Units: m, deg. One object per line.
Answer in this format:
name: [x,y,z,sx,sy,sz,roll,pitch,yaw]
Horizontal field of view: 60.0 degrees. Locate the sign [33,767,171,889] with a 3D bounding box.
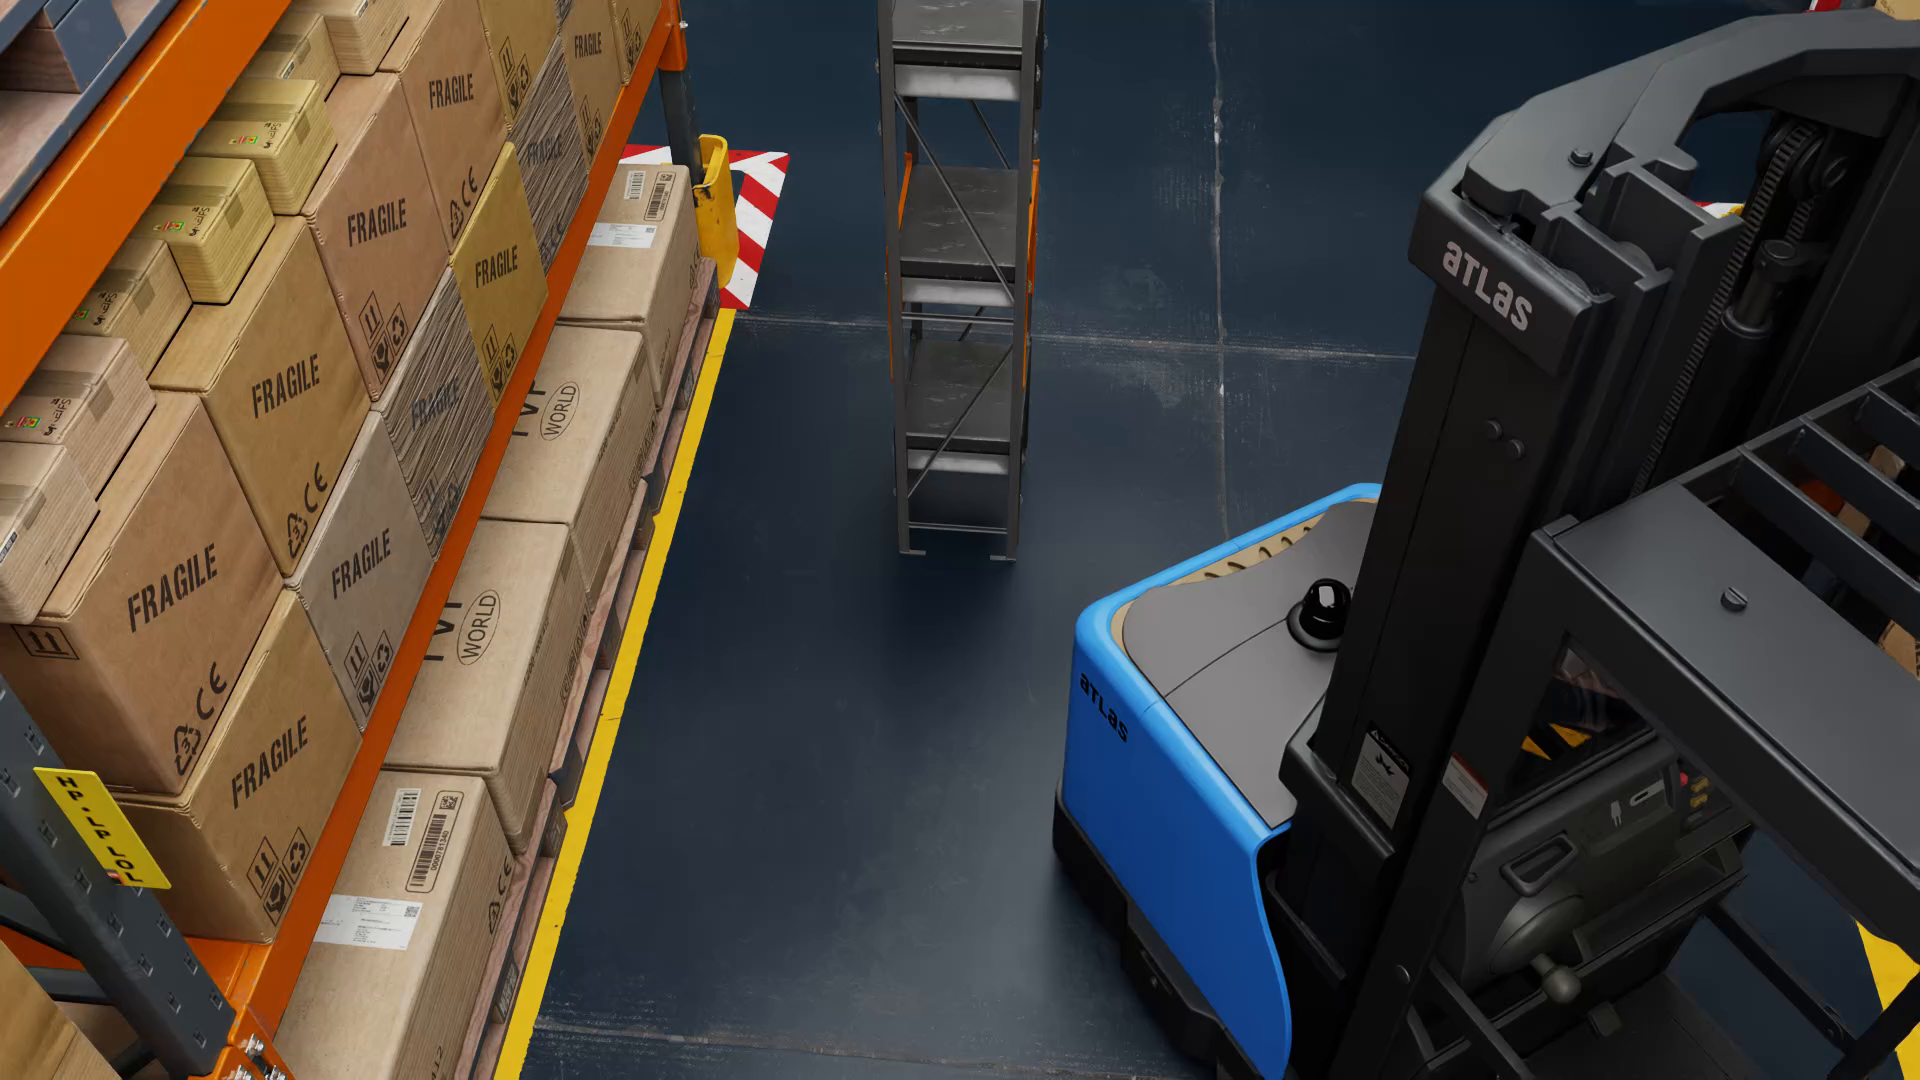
sign: [-1.326,0.450,2.575,0.100,0.325,0.005,4,48,4]

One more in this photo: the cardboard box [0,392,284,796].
cardboard box: [-1.583,0.080,2.899,0.500,0.500,0.500,4,48,4]

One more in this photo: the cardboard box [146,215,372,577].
cardboard box: [-1.530,-0.291,3.238,0.500,0.500,0.500,3,48,3]

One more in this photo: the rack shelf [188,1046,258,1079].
rack shelf: [-2.049,2.497,1.921,1.077,0.370,4.000,4,48,4]

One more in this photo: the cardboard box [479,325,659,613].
cardboard box: [-1.538,-0.267,5.413,0.875,0.438,0.875,5,48,5]

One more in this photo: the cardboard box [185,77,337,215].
cardboard box: [-1.455,-0.772,3.238,0.380,0.149,0.250,3,48,2]

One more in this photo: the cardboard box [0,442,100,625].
cardboard box: [-1.580,-0.020,2.550,0.380,0.149,0.250,3,48,3]

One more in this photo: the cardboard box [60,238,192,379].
cardboard box: [-1.591,-0.400,2.898,0.380,0.149,0.250,3,48,3]

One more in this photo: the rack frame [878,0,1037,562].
rack frame: [-0.007,-0.651,4.922,0.400,2.100,0.015,4,48,4]

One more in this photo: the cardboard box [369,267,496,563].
cardboard box: [-1.462,-0.311,3.934,0.500,0.500,0.500,4,48,4]

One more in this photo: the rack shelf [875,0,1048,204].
rack shelf: [0.015,-1.293,4.580,0.431,0.518,0.480,4,48,4]

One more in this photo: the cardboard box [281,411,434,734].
cardboard box: [-1.514,0.054,3.600,0.500,0.500,0.500,4,48,4]

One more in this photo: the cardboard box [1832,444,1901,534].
cardboard box: [3.174,-0.053,5.175,0.700,0.500,0.500,6,48,5]

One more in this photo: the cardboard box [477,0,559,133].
cardboard box: [-1.376,-1.406,4.258,0.500,0.500,0.500,4,48,3]

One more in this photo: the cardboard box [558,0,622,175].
cardboard box: [-1.344,-1.448,4.974,0.500,0.500,0.500,3,48,3]

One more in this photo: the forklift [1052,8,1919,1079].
forklift: [1.441,0.679,3.143,1.130,2.935,3.031,-23,52,-20]

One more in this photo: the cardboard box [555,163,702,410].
cardboard box: [-1.463,-0.940,6.029,0.875,0.438,0.875,2,48,2]

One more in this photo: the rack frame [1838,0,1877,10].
rack frame: [3.441,-1.823,5.385,1.000,3.000,0.127,4,48,4]

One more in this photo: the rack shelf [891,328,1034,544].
rack shelf: [0.015,-0.349,5.613,0.431,0.518,0.480,4,48,4]

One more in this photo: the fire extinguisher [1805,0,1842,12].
fire extinguisher: [2.994,-1.811,5.678,0.296,0.674,0.183,4,48,4]

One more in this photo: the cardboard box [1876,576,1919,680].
cardboard box: [3.026,0.329,4.826,0.500,0.500,0.500,5,48,4]

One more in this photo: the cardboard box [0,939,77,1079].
cardboard box: [-1.658,0.759,2.278,0.500,0.500,0.500,5,48,5]

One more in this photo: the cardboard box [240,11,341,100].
cardboard box: [-1.513,-0.962,3.412,0.380,0.149,0.250,4,48,3]

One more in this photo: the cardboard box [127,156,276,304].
cardboard box: [-1.508,-0.578,3.061,0.380,0.149,0.250,4,48,3]

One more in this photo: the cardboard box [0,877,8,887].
cardboard box: [-2.079,0.393,3.290,0.500,0.500,0.500,4,48,4]

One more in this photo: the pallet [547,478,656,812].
pallet: [-1.611,0.274,5.357,1.003,0.211,1.213,4,48,4]

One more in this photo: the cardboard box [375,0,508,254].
cardboard box: [-1.424,-1.037,3.920,0.500,0.500,0.500,4,48,3]

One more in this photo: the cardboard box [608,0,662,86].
cardboard box: [-1.283,-1.816,5.310,0.500,0.500,0.500,4,48,4]

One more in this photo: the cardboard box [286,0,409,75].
cardboard box: [-1.422,-1.138,3.573,0.380,0.149,0.250,4,48,4]

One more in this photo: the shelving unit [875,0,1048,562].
shelving unit: [0.015,-0.830,5.086,0.431,2.100,0.503,4,48,4]

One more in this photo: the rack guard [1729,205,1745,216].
rack guard: [3.434,-0.924,6.256,1.175,0.500,0.348,4,48,4]

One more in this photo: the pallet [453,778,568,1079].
pallet: [-1.720,1.172,4.535,1.003,0.211,1.213,4,48,4]

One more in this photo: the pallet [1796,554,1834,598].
pallet: [3.362,-0.240,5.827,1.003,0.211,1.213,4,48,4]

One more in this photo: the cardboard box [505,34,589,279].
cardboard box: [-1.381,-1.070,4.628,0.500,0.500,0.500,5,48,5]

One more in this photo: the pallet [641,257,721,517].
pallet: [-1.498,-0.621,6.175,1.003,0.211,1.213,4,48,4]

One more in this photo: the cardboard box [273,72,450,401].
cardboard box: [-1.472,-0.666,3.581,0.500,0.500,0.500,5,48,4]

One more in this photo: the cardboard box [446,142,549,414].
cardboard box: [-1.415,-0.689,4.280,0.500,0.500,0.500,5,48,5]

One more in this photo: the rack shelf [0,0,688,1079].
rack shelf: [-1.685,-0.442,4.609,1.077,0.370,4.000,4,48,4]

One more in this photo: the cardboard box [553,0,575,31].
cardboard box: [-1.328,-1.769,4.590,0.500,0.500,0.500,4,48,4]

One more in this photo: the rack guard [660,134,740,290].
rack guard: [-1.500,-1.329,6.626,1.175,0.500,0.348,4,48,4]

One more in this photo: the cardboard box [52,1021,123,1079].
cardboard box: [-1.665,1.007,2.559,0.500,0.250,0.500,4,48,3]

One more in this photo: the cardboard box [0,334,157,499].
cardboard box: [-1.573,-0.209,2.724,0.380,0.149,0.250,5,48,4]

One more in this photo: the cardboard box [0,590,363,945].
cardboard box: [-1.564,0.424,3.262,0.500,0.500,0.500,5,48,5]

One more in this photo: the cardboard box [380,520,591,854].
cardboard box: [-1.622,0.396,4.807,0.875,0.438,0.875,3,48,2]

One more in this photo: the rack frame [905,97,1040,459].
rack frame: [0.037,-1.010,5.250,0.400,2.100,0.015,4,48,4]

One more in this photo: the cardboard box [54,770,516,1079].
cardboard box: [-1.703,1.054,4.205,0.875,0.438,0.875,3,48,3]

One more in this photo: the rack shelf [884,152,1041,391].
rack shelf: [0.015,-0.821,5.097,0.431,0.518,0.480,4,48,4]

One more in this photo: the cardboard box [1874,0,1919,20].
cardboard box: [3.131,-1.558,5.042,0.500,0.250,0.500,4,48,4]

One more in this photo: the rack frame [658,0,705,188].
rack frame: [-1.503,-2.154,5.688,1.000,3.000,0.127,4,48,4]
